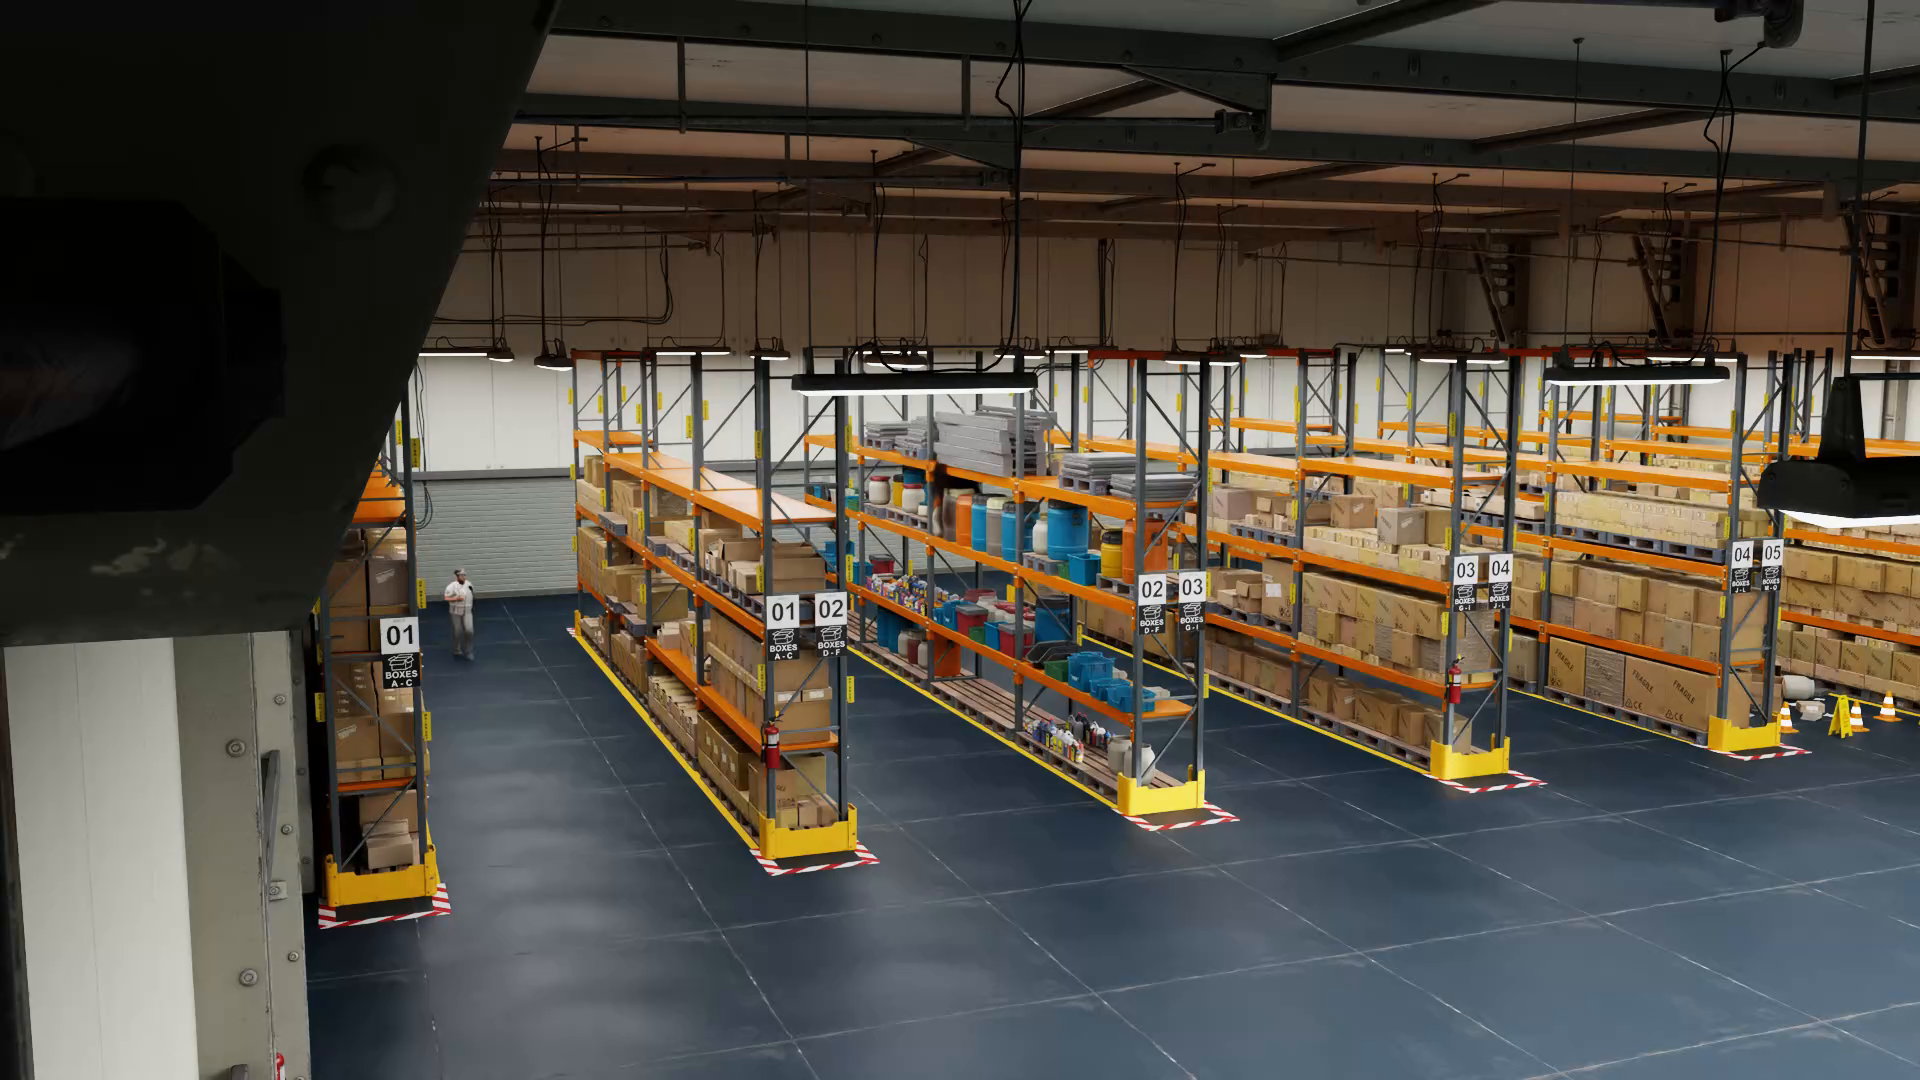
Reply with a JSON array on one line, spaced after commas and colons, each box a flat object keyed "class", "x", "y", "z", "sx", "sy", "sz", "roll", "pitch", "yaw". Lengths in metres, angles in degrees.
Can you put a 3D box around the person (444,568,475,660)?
[{"class": "person", "x": -9.734, "y": 1.452, "z": 32.398, "sx": 0.624, "sy": 1.858, "sz": 0.780, "roll": -5, "pitch": 9, "yaw": -35}]
